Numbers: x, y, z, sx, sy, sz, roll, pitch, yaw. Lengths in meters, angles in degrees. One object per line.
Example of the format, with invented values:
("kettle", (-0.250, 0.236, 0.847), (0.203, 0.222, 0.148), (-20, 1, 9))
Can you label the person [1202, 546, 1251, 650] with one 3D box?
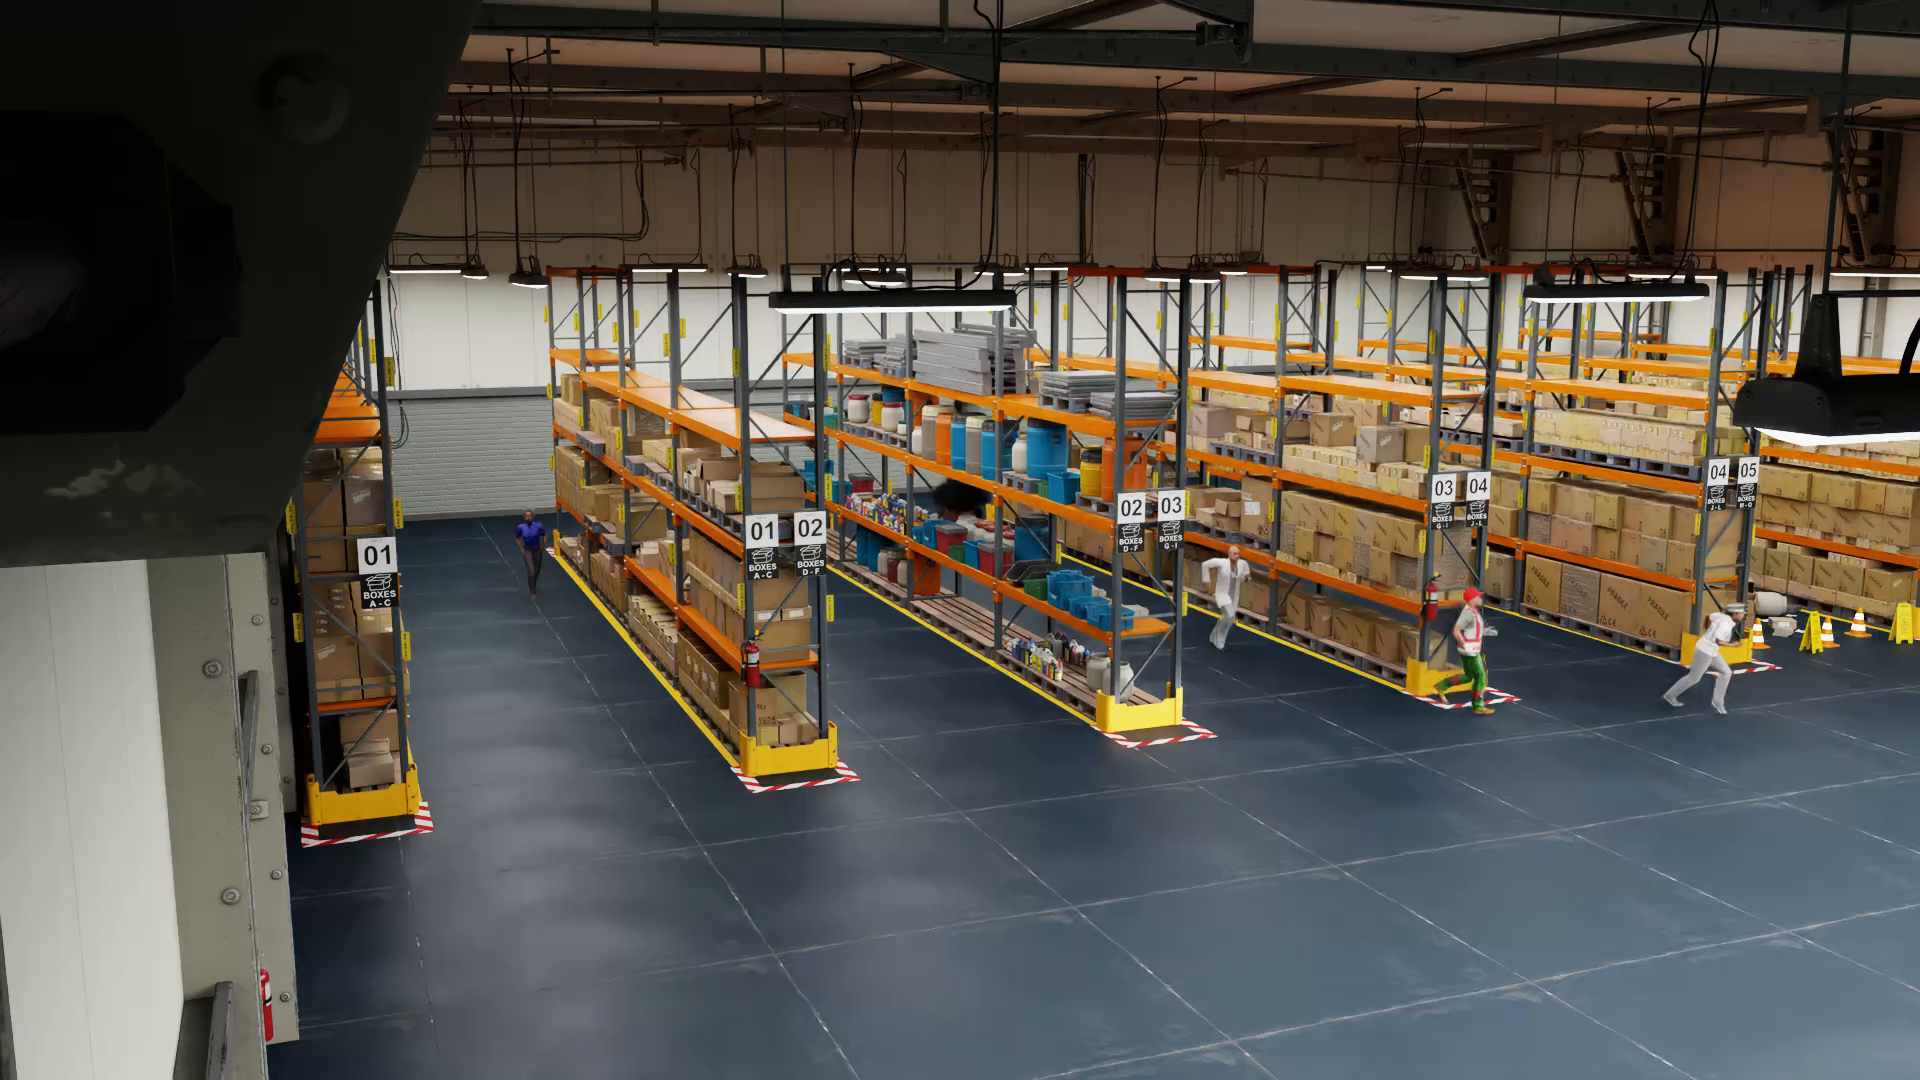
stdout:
("person", (4.232, 0.921, 26.377), (0.690, 1.688, 0.943), (-4, 11, -23))

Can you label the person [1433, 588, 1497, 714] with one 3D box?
("person", (6.950, 1.516, 22.842), (0.840, 1.763, 0.660), (3, 10, 19))

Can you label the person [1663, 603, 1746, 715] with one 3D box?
("person", (10.282, 1.628, 22.988), (0.964, 1.613, 0.616), (4, 11, 23))

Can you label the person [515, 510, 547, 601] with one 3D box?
("person", (-7.882, 0.263, 30.545), (0.550, 1.651, 0.690), (-4, 11, -20))
